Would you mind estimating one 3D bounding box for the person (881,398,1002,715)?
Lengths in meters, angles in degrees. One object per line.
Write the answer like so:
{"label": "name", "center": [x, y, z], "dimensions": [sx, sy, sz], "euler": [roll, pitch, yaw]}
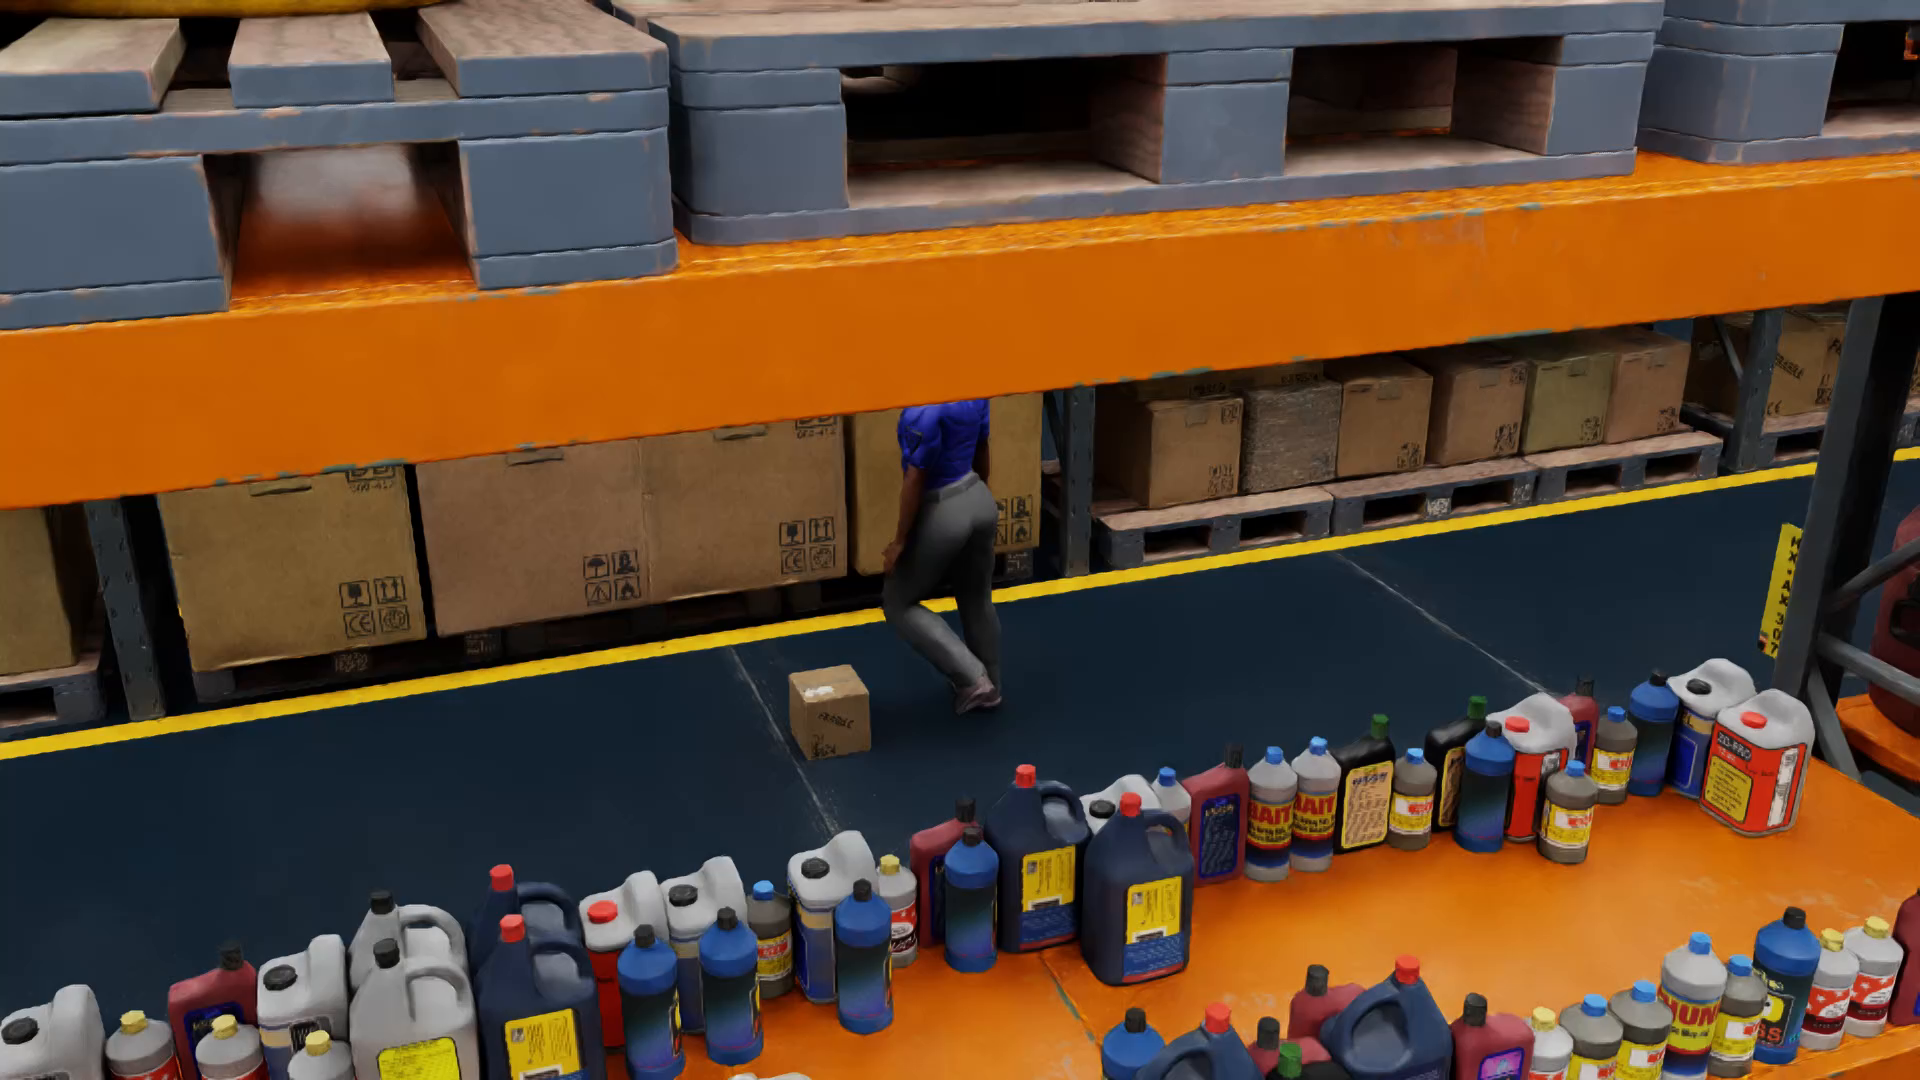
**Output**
{"label": "person", "center": [-0.013, -0.058, 6.218], "dimensions": [0.475, 1.639, 0.568], "euler": [17, 28, 35]}
